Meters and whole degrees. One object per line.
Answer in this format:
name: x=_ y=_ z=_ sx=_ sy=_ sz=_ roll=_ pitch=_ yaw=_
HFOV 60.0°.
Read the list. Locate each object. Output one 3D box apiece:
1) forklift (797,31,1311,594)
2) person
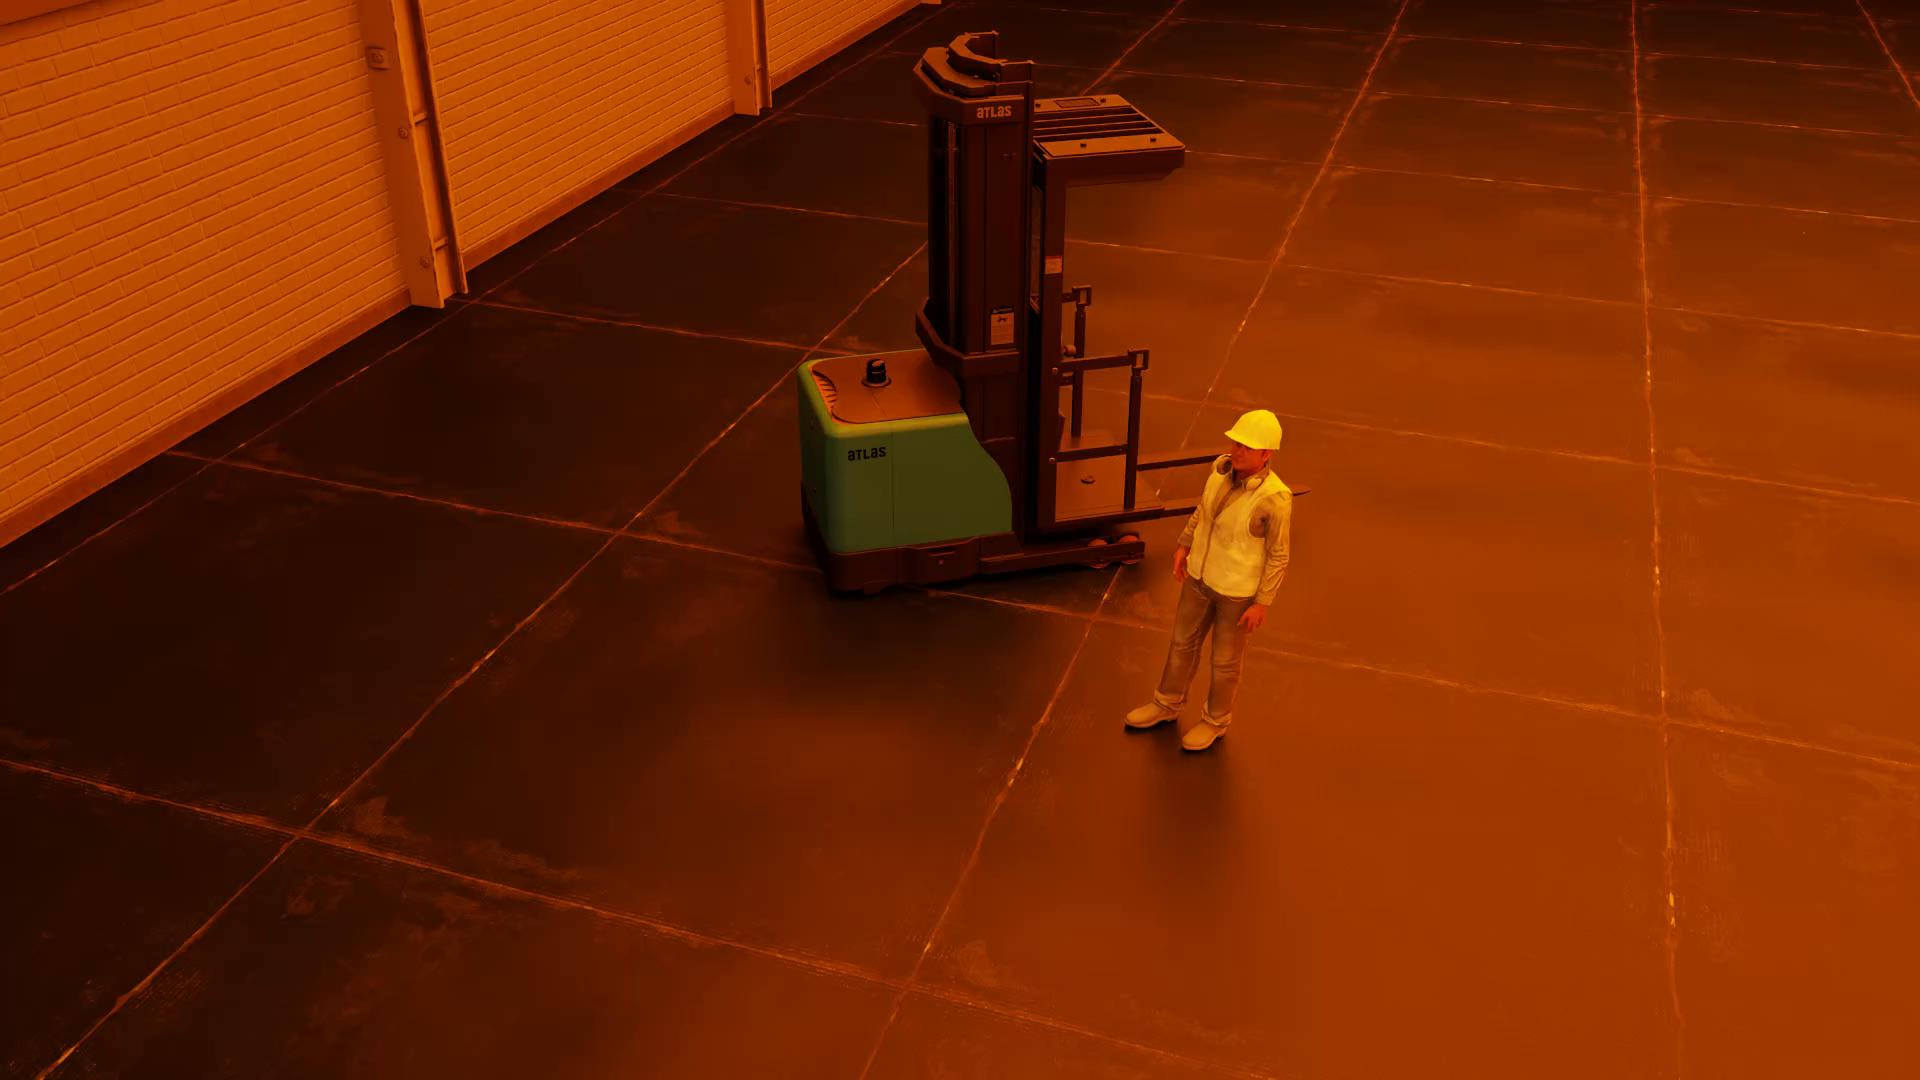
forklift: x=0.604 y=-1.352 z=9.509 sx=3.031 sy=2.935 sz=1.130 roll=-7 pitch=31 yaw=-13
person: x=1.215 y=0.205 z=7.930 sx=0.567 sy=1.775 sz=0.623 roll=-18 pitch=34 yaw=-28
